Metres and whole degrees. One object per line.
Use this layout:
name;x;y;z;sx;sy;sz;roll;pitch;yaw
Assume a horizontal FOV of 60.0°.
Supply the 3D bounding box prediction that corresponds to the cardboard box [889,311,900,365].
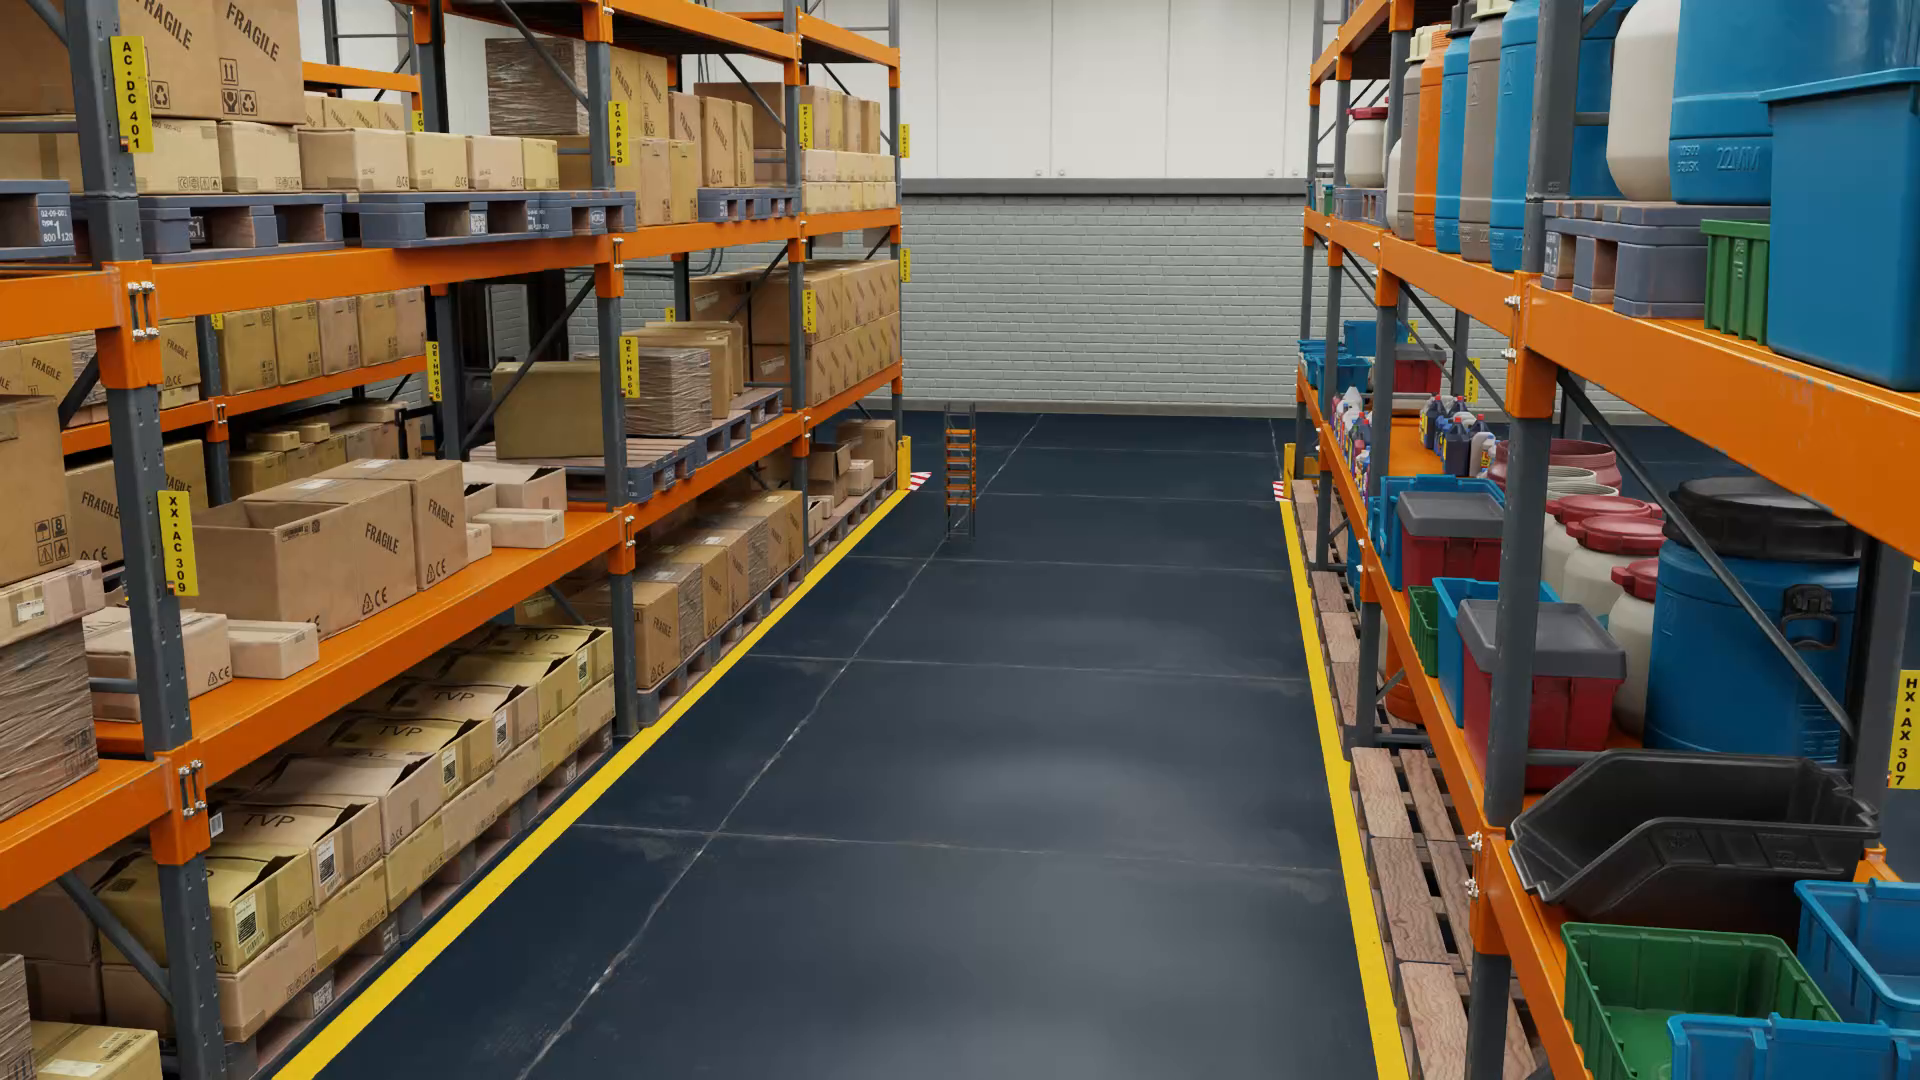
cardboard box;-0.892;-1.990;16.368;0.500;0.500;0.500;2;12;10

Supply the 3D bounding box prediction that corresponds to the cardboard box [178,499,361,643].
cardboard box;-2.722;0.137;6.498;0.500;0.500;0.500;3;12;13

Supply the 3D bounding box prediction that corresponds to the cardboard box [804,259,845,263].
cardboard box;-1.421;-2.497;16.347;0.500;0.500;0.500;2;12;10

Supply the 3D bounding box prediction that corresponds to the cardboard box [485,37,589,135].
cardboard box;-2.249;-2.472;9.113;0.500;0.500;0.500;2;12;9

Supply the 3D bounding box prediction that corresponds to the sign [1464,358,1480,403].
sign;3.730;-1.166;12.126;0.100;0.325;0.005;2;12;9

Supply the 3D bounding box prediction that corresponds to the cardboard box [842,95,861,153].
cardboard box;-1.286;-3.730;14.952;0.700;0.500;0.500;2;12;9

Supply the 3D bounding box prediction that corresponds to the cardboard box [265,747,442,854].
cardboard box;-2.467;1.030;6.792;0.500;0.311;0.500;1;12;7

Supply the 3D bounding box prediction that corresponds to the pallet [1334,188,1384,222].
pallet;3.163;-2.256;11.172;1.213;0.211;1.003;2;12;9

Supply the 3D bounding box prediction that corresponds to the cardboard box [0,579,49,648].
cardboard box;-2.807;0.204;4.648;0.380;0.149;0.250;2;12;7

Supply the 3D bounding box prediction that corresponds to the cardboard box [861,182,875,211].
cardboard box;-1.062;-3.112;15.049;0.500;0.250;0.500;2;12;9

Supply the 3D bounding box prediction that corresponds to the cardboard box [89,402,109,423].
cardboard box;-6.560;-0.966;12.404;0.380;0.149;0.250;2;12;9

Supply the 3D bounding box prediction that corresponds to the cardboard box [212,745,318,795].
cardboard box;-3.005;1.014;6.866;0.500;0.311;0.500;2;12;8

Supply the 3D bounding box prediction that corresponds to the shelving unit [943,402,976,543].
shelving unit;-0.002;-0.584;14.353;0.258;1.200;0.189;2;12;9

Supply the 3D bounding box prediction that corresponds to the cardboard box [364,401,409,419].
cardboard box;-5.836;-1.321;16.901;0.380;0.149;0.250;2;12;8

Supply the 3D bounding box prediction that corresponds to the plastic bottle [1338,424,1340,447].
plastic bottle;2.608;-0.728;11.221;0.097;0.201;0.097;0;12;0

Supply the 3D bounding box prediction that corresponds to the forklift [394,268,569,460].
forklift;-3.720;-1.128;12.770;1.130;2.935;3.031;4;13;17

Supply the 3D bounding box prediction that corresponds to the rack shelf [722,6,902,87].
rack shelf;-1.399;-4.206;14.364;1.077;0.370;4.000;2;12;9

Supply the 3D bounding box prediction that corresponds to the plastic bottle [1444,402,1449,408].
plastic bottle;3.389;-0.820;11.471;0.152;0.276;0.135;2;12;9

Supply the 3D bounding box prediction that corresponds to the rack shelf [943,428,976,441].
rack shelf;-0.002;-0.892;14.287;0.258;0.103;0.180;2;12;9

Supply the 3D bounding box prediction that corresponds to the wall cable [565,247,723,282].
wall cable;-4.764;-4.783;22.697;3.097;2.526;0.112;2;12;9

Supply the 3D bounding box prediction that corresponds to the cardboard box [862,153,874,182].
cardboard box;-1.076;-3.357;14.999;0.500;0.250;0.500;2;12;9

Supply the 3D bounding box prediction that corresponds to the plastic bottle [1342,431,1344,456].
plastic bottle;2.552;-0.652;10.869;0.097;0.201;0.097;0;12;0

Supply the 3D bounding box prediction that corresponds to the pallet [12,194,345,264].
pallet;-2.814;-1.102;5.819;0.805;0.209;1.217;1;12;6

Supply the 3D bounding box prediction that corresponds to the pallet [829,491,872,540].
pallet;-1.415;-0.244;15.127;1.003;0.211;1.213;2;12;9

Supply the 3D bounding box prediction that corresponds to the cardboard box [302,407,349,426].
cardboard box;-6.290;-1.229;16.472;0.380;0.149;0.250;2;12;9

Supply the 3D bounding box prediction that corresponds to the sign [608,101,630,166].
sign;-1.775;-2.115;8.654;0.100;0.325;0.005;2;12;9

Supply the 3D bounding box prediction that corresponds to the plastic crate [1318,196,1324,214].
plastic crate;3.006;-2.663;13.237;0.293;0.136;0.466;2;12;9

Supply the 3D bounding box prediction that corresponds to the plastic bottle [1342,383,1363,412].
plastic bottle;2.806;-0.953;11.915;0.144;0.351;0.185;2;12;9

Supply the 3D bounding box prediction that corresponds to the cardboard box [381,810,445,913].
cardboard box;-2.474;1.304;6.853;0.500;0.250;0.500;1;12;7

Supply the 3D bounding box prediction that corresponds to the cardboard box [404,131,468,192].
cardboard box;-2.498;-1.651;7.273;0.500;0.250;0.500;2;12;8

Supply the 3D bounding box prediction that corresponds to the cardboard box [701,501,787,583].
cardboard box;-1.584;0.012;12.209;0.500;0.500;0.500;2;12;9

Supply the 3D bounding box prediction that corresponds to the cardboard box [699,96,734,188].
cardboard box;-1.938;-2.737;11.482;0.600;0.600;0.600;2;12;8

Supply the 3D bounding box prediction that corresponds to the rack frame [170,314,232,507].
rack frame;-6.602;-1.370;13.729;1.000;3.000;0.127;2;12;9

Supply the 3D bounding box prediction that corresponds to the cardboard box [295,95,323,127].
cardboard box;-6.072;-3.733;14.917;0.500;0.500;0.500;2;12;9

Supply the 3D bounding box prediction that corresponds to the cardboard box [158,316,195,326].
cardboard box;-6.421;-1.835;13.117;0.500;0.250;0.500;2;12;10

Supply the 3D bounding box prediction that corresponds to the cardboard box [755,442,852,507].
cardboard box;-1.423;-0.596;15.020;0.797;0.503;0.637;2;12;9

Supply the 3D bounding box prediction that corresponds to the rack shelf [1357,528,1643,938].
rack shelf;2.264;0.552;6.520;1.077;0.370;4.000;2;12;9

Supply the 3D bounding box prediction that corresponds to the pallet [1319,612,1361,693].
pallet;2.842;0.728;10.613;1.003;0.211;1.213;2;12;9

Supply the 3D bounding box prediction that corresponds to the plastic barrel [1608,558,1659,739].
plastic barrel;2.320;0.358;5.389;0.433;0.535;0.433;0;12;0

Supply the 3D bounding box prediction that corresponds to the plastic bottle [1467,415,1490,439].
plastic bottle;3.199;-0.593;10.244;0.144;0.351;0.185;2;12;9

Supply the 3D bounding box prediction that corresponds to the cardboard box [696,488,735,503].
cardboard box;-2.022;-0.110;12.774;0.500;0.500;0.500;1;12;6

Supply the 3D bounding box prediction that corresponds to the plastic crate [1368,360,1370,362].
plastic crate;3.797;-1.546;15.032;0.396;0.136;0.243;2;12;9

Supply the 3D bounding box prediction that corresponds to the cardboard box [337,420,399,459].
cardboard box;-6.073;-0.933;16.637;0.700;0.500;0.500;2;12;8

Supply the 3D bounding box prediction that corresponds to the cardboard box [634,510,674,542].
cardboard box;-2.253;-0.164;11.245;0.500;0.250;0.500;2;12;8

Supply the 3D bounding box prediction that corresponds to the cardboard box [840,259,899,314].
cardboard box;-0.889;-2.479;16.265;0.500;0.500;0.500;2;12;8

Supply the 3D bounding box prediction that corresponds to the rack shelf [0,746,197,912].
rack shelf;-3.245;1.223;3.405;1.077;0.370;4.000;2;12;9

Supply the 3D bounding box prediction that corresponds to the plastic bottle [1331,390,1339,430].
plastic bottle;2.709;-0.929;11.962;0.061;0.283;0.133;2;12;9

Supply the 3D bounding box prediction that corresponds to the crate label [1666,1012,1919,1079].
crate label;1.357;1.040;2.463;0.502;0.435;0.616;2;12;9

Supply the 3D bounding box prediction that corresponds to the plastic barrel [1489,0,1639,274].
plastic barrel;1.820;-1.208;4.667;0.600;0.901;0.708;2;12;9

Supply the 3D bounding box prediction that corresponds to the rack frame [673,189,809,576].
rack frame;-1.707;-1.210;12.988;1.000;3.000;0.127;2;12;9

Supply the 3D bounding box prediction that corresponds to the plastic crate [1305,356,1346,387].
plastic crate;3.190;-1.452;14.364;0.416;0.233;0.300;2;12;9

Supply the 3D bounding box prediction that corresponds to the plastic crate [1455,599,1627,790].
plastic crate;1.729;0.475;5.019;0.402;0.464;0.583;2;12;9

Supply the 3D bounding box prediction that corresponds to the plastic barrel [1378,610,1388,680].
plastic barrel;2.629;0.572;9.628;0.421;0.512;0.421;0;12;0

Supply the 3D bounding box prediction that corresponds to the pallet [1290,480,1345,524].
pallet;3.637;-0.348;15.606;1.003;0.211;1.213;2;12;9

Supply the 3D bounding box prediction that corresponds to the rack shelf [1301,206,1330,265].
rack shelf;3.494;-2.580;13.931;1.077;0.370;4.000;2;12;9

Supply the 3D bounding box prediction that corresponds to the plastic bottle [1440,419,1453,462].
plastic bottle;3.129;-0.636;10.631;0.097;0.271;0.097;0;12;0

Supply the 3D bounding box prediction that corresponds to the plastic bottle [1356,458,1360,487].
plastic bottle;2.373;-0.410;9.748;0.097;0.201;0.097;0;12;0

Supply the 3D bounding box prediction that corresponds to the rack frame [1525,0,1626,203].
rack frame;1.957;-2.316;3.880;1.000;3.000;0.127;2;12;9
